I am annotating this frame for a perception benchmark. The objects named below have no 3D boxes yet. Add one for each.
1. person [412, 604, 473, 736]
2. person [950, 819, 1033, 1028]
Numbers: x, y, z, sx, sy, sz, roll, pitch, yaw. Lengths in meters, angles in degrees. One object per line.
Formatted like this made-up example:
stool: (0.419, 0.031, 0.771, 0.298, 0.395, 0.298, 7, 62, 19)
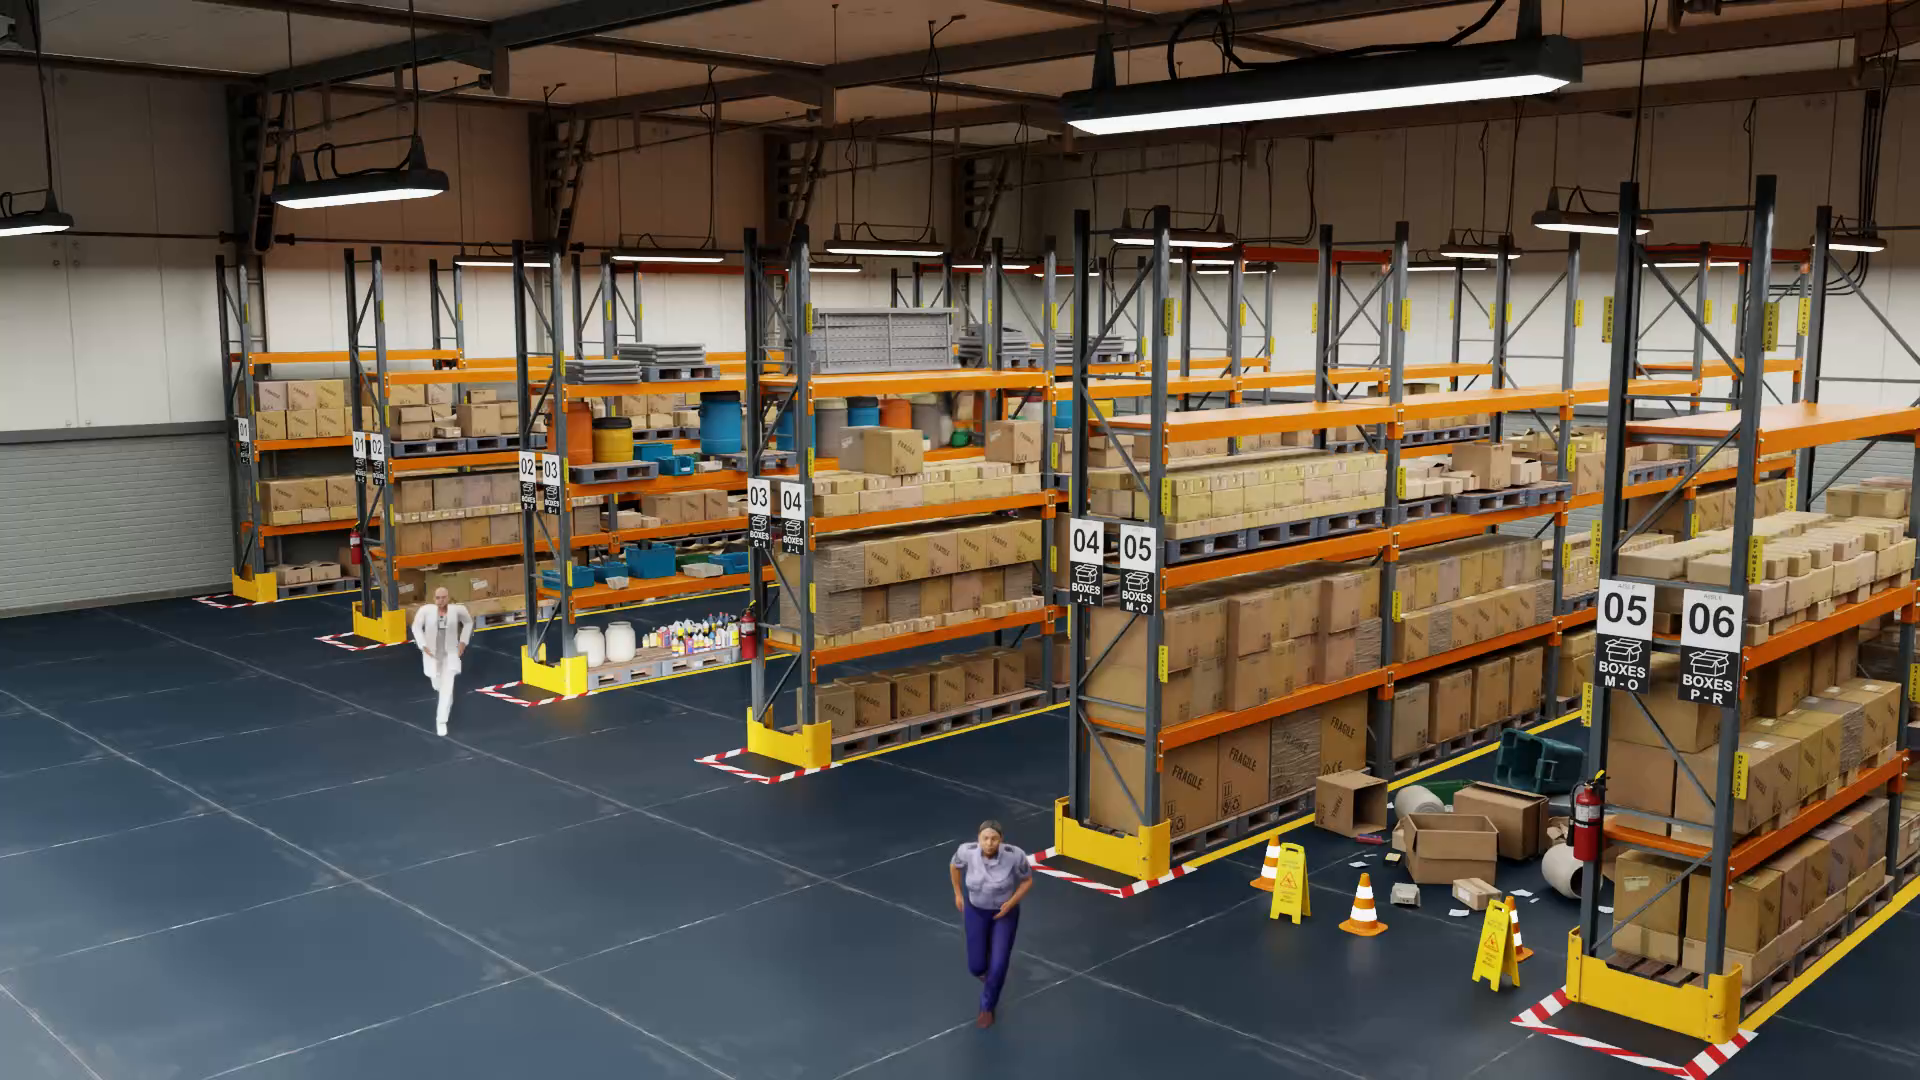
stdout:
person: (-6.353, 1.528, 20.477, 0.708, 1.576, 1.128, -1, 8, -10)
person: (0.226, 2.730, 12.038, 0.599, 1.571, 0.703, 0, 8, 1)
